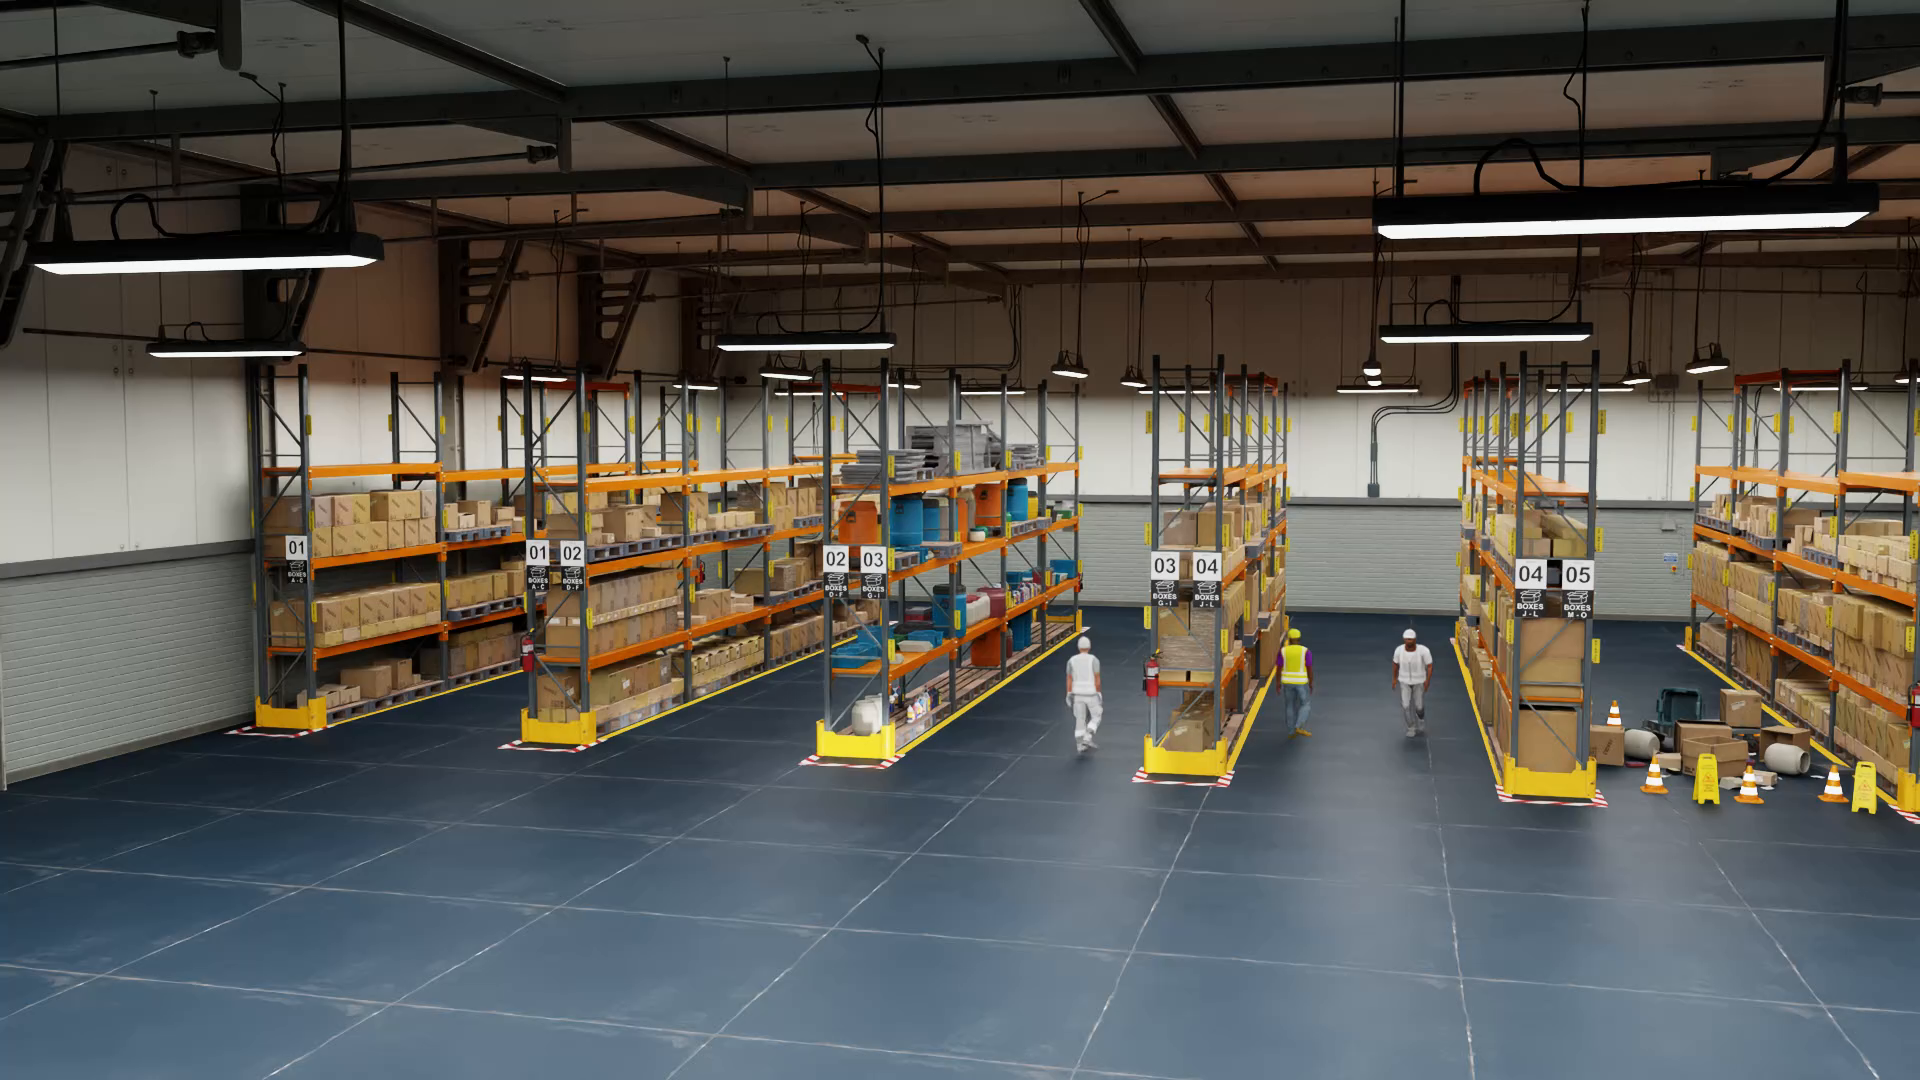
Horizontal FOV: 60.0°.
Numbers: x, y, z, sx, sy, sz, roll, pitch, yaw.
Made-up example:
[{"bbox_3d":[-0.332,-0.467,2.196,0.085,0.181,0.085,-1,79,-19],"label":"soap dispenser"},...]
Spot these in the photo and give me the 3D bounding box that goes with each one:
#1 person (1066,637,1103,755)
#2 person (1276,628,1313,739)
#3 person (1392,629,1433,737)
[{"bbox_3d":[1.882,2.365,25.266,0.585,1.781,0.499,2,4,25],"label":"person"},{"bbox_3d":[5.338,2.298,26.545,0.590,1.766,0.522,2,4,23],"label":"person"},{"bbox_3d":[7.313,2.286,26.851,0.636,1.739,0.678,2,4,25],"label":"person"}]
